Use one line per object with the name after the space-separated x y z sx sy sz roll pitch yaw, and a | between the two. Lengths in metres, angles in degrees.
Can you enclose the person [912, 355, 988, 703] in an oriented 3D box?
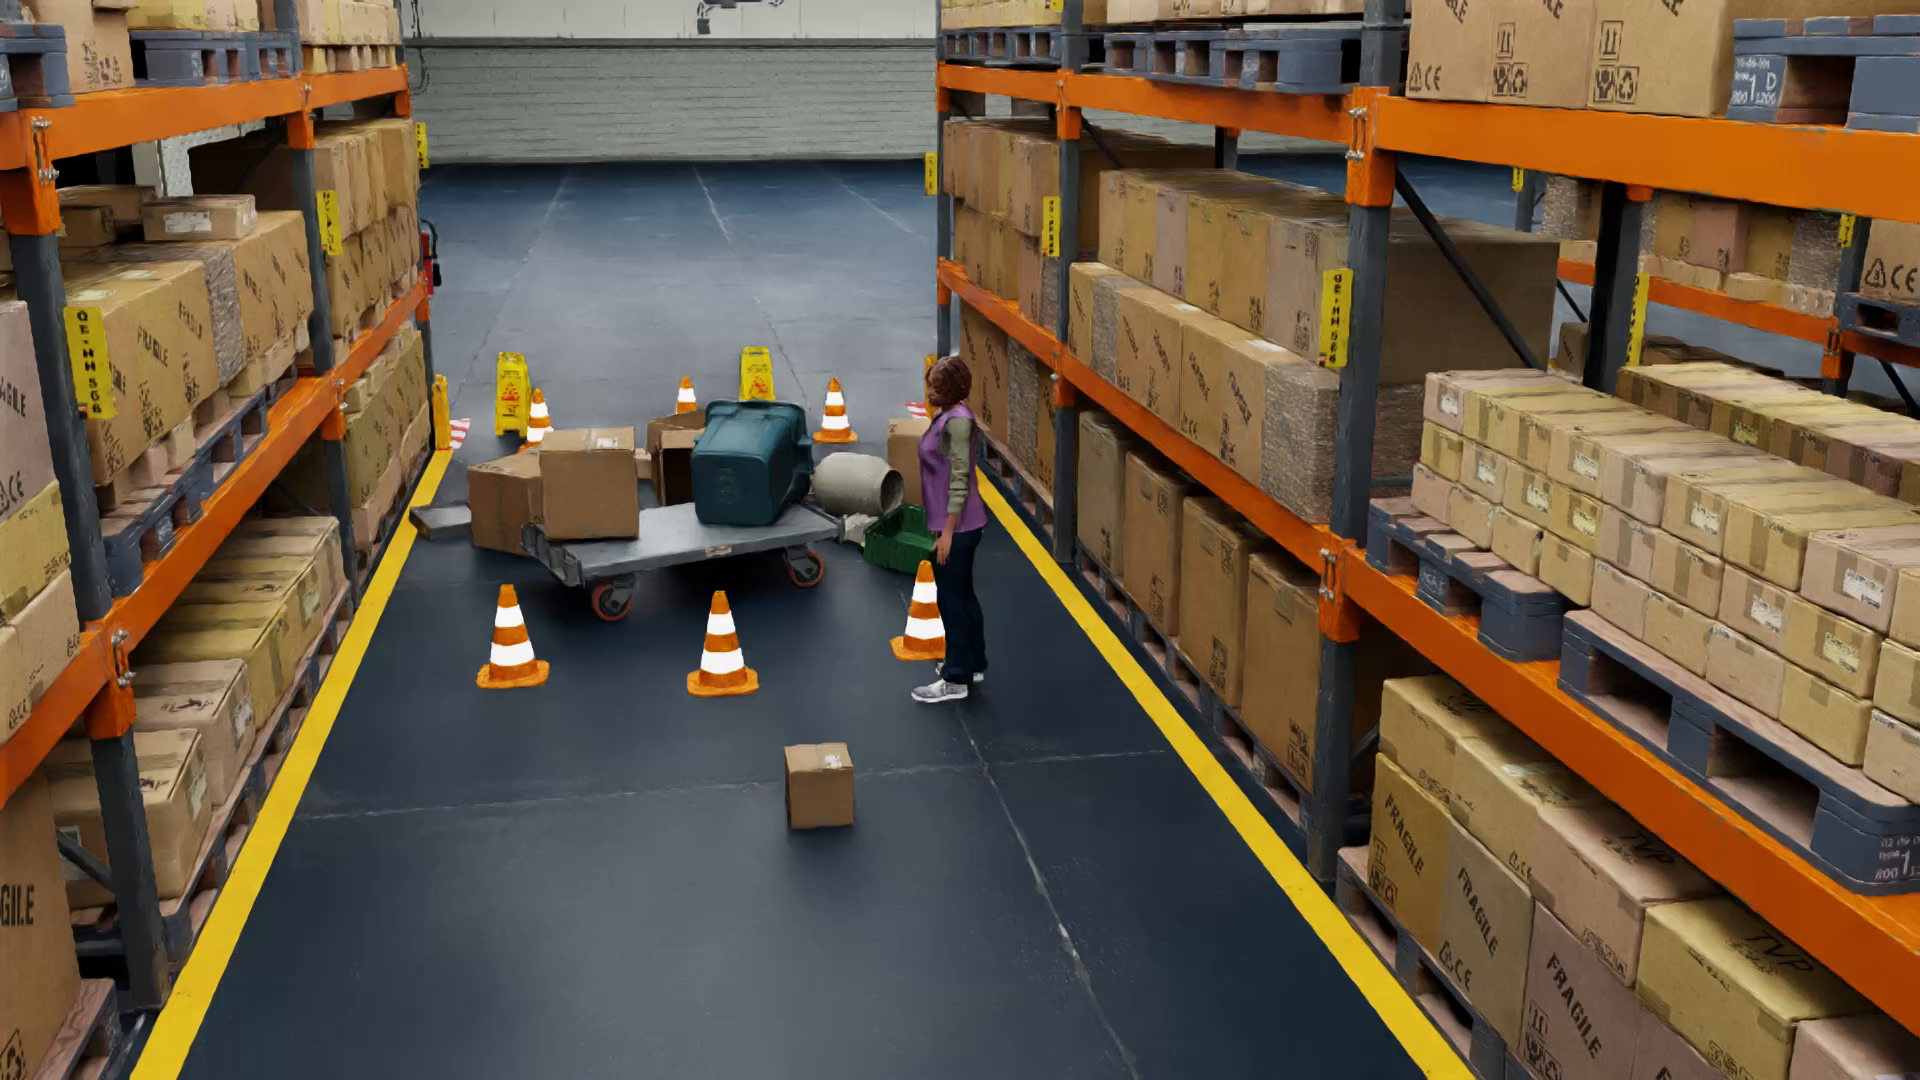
-0.048 -0.056 7.658 0.371 1.601 0.486 -1 17 -3 | person
